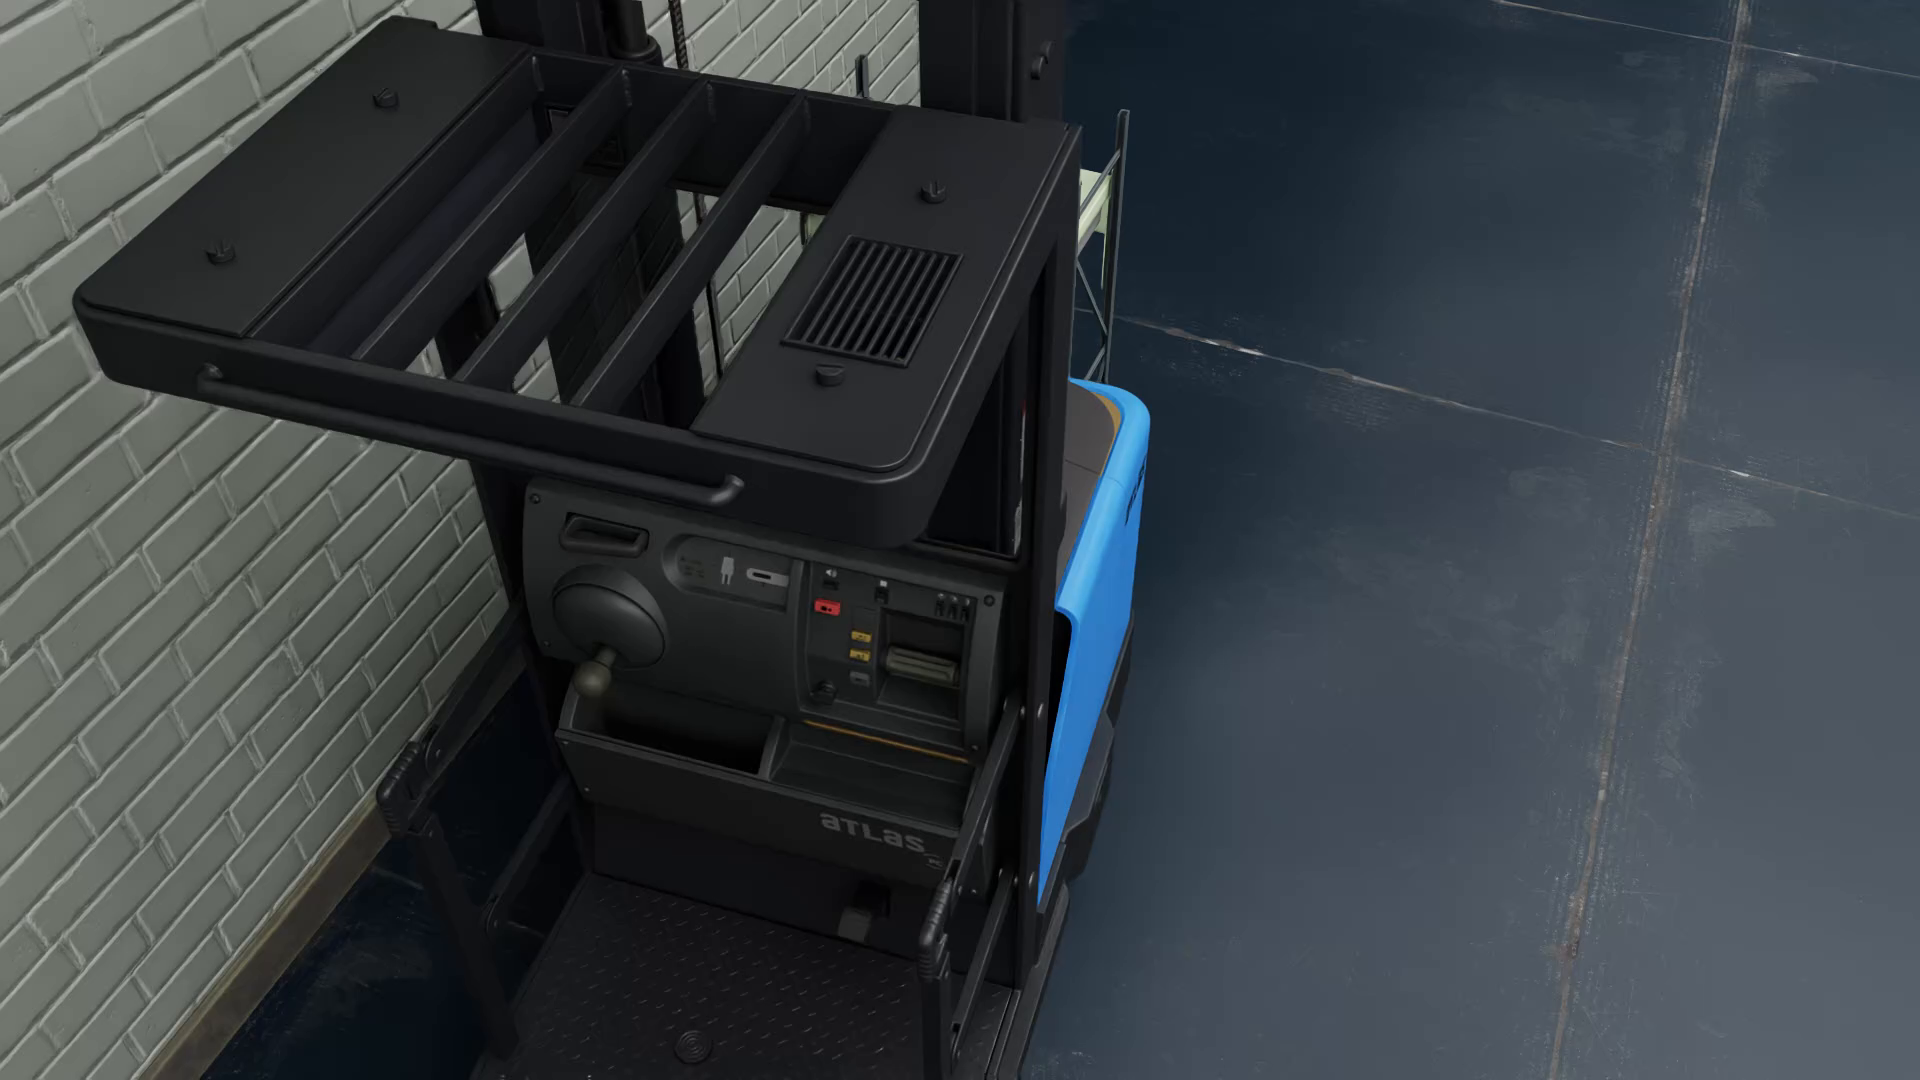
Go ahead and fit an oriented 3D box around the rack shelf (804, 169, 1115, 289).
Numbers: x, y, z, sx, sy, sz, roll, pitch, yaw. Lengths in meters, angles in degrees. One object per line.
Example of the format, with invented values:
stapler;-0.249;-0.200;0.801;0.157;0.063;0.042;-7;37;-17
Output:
rack shelf;0.006;-0.807;4.444;0.720;0.370;0.431;16;47;16

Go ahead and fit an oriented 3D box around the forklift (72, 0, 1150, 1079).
forklift;-0.437;0.249;2.922;1.130;2.935;3.031;12;46;12

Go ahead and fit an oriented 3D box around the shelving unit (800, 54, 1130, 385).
shelving unit;0.006;-0.530;4.719;0.755;1.500;0.431;16;47;16

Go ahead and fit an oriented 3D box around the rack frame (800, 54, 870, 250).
rack frame;-0.332;-0.629;4.819;0.023;1.500;0.400;16;47;16

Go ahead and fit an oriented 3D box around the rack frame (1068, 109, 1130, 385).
rack frame;0.344;-0.430;4.619;0.023;1.500;0.400;16;47;16
